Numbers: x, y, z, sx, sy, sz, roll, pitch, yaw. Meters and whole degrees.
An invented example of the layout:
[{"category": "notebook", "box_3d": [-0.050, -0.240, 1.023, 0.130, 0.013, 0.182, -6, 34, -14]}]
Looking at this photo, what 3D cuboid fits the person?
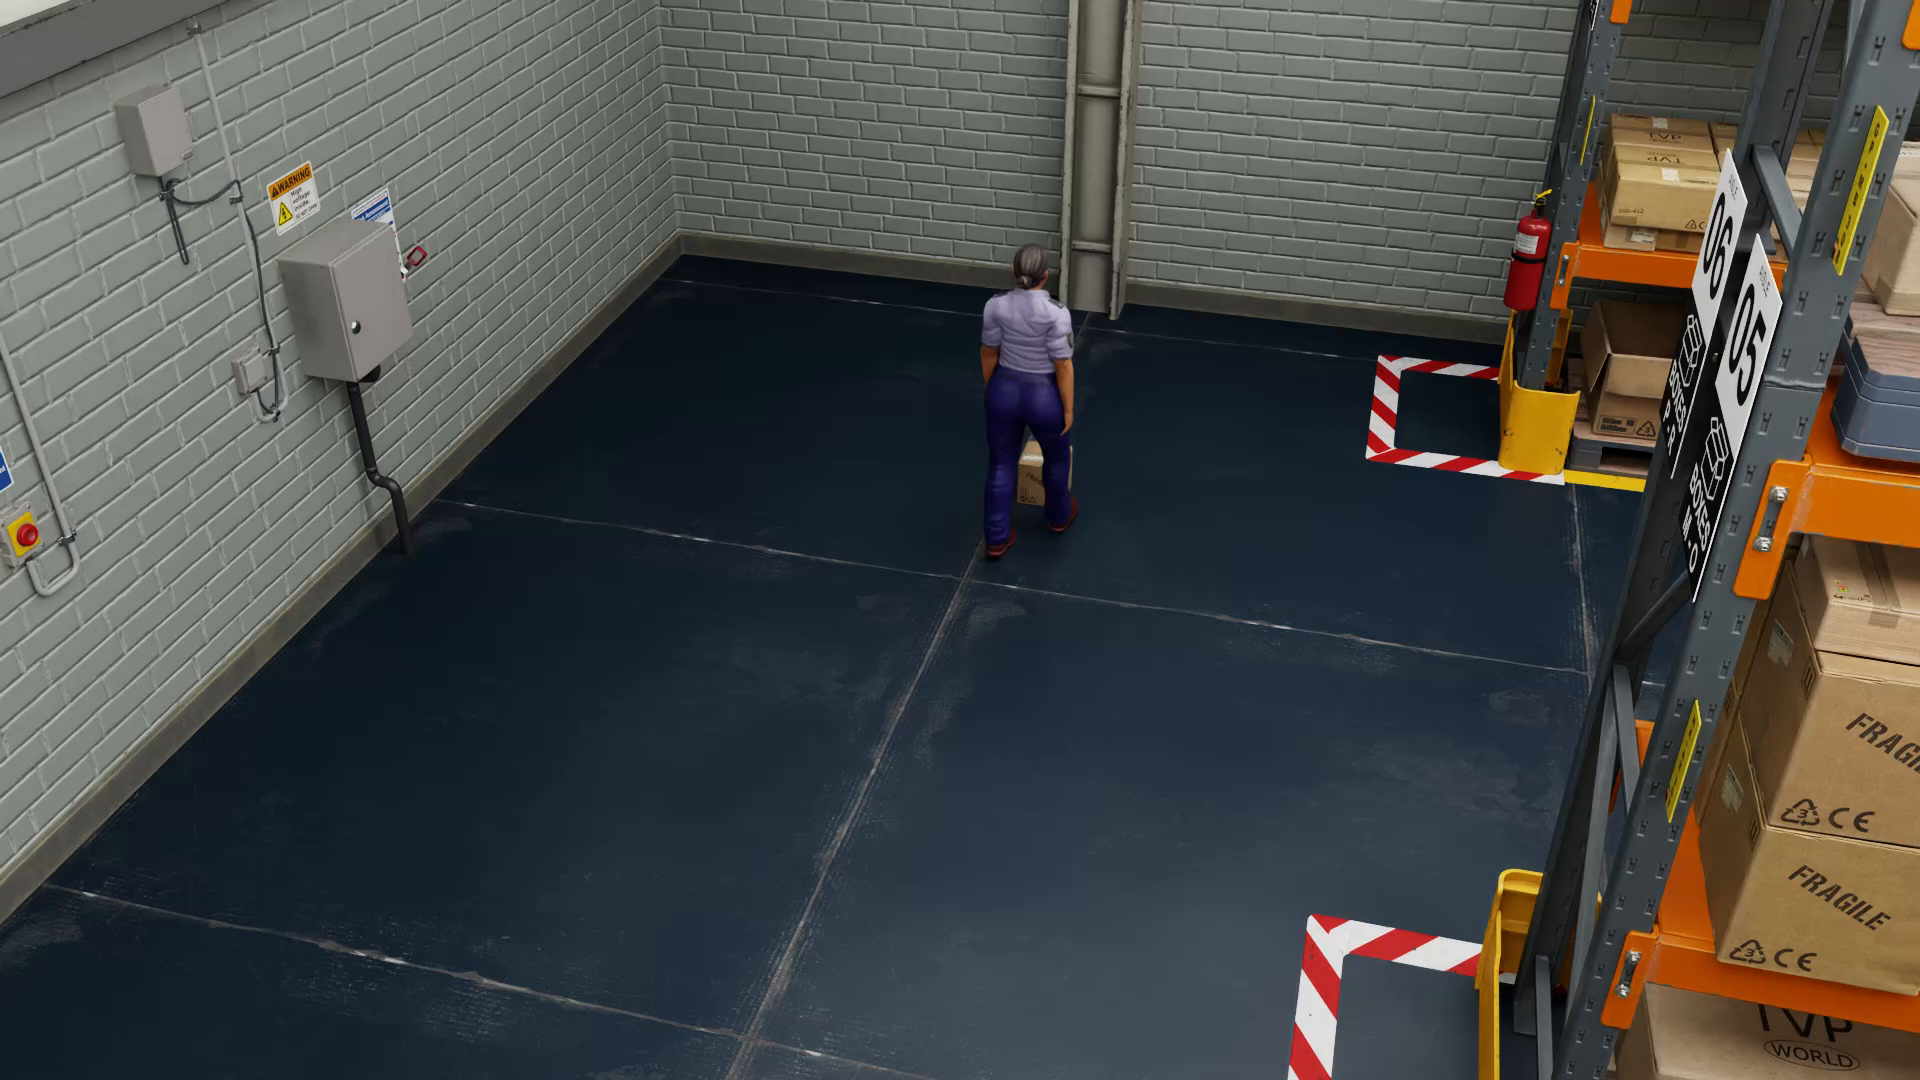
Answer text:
[{"category": "person", "box_3d": [0.359, -0.730, 8.260, 0.483, 1.644, 0.648, 10, 34, 15]}]
